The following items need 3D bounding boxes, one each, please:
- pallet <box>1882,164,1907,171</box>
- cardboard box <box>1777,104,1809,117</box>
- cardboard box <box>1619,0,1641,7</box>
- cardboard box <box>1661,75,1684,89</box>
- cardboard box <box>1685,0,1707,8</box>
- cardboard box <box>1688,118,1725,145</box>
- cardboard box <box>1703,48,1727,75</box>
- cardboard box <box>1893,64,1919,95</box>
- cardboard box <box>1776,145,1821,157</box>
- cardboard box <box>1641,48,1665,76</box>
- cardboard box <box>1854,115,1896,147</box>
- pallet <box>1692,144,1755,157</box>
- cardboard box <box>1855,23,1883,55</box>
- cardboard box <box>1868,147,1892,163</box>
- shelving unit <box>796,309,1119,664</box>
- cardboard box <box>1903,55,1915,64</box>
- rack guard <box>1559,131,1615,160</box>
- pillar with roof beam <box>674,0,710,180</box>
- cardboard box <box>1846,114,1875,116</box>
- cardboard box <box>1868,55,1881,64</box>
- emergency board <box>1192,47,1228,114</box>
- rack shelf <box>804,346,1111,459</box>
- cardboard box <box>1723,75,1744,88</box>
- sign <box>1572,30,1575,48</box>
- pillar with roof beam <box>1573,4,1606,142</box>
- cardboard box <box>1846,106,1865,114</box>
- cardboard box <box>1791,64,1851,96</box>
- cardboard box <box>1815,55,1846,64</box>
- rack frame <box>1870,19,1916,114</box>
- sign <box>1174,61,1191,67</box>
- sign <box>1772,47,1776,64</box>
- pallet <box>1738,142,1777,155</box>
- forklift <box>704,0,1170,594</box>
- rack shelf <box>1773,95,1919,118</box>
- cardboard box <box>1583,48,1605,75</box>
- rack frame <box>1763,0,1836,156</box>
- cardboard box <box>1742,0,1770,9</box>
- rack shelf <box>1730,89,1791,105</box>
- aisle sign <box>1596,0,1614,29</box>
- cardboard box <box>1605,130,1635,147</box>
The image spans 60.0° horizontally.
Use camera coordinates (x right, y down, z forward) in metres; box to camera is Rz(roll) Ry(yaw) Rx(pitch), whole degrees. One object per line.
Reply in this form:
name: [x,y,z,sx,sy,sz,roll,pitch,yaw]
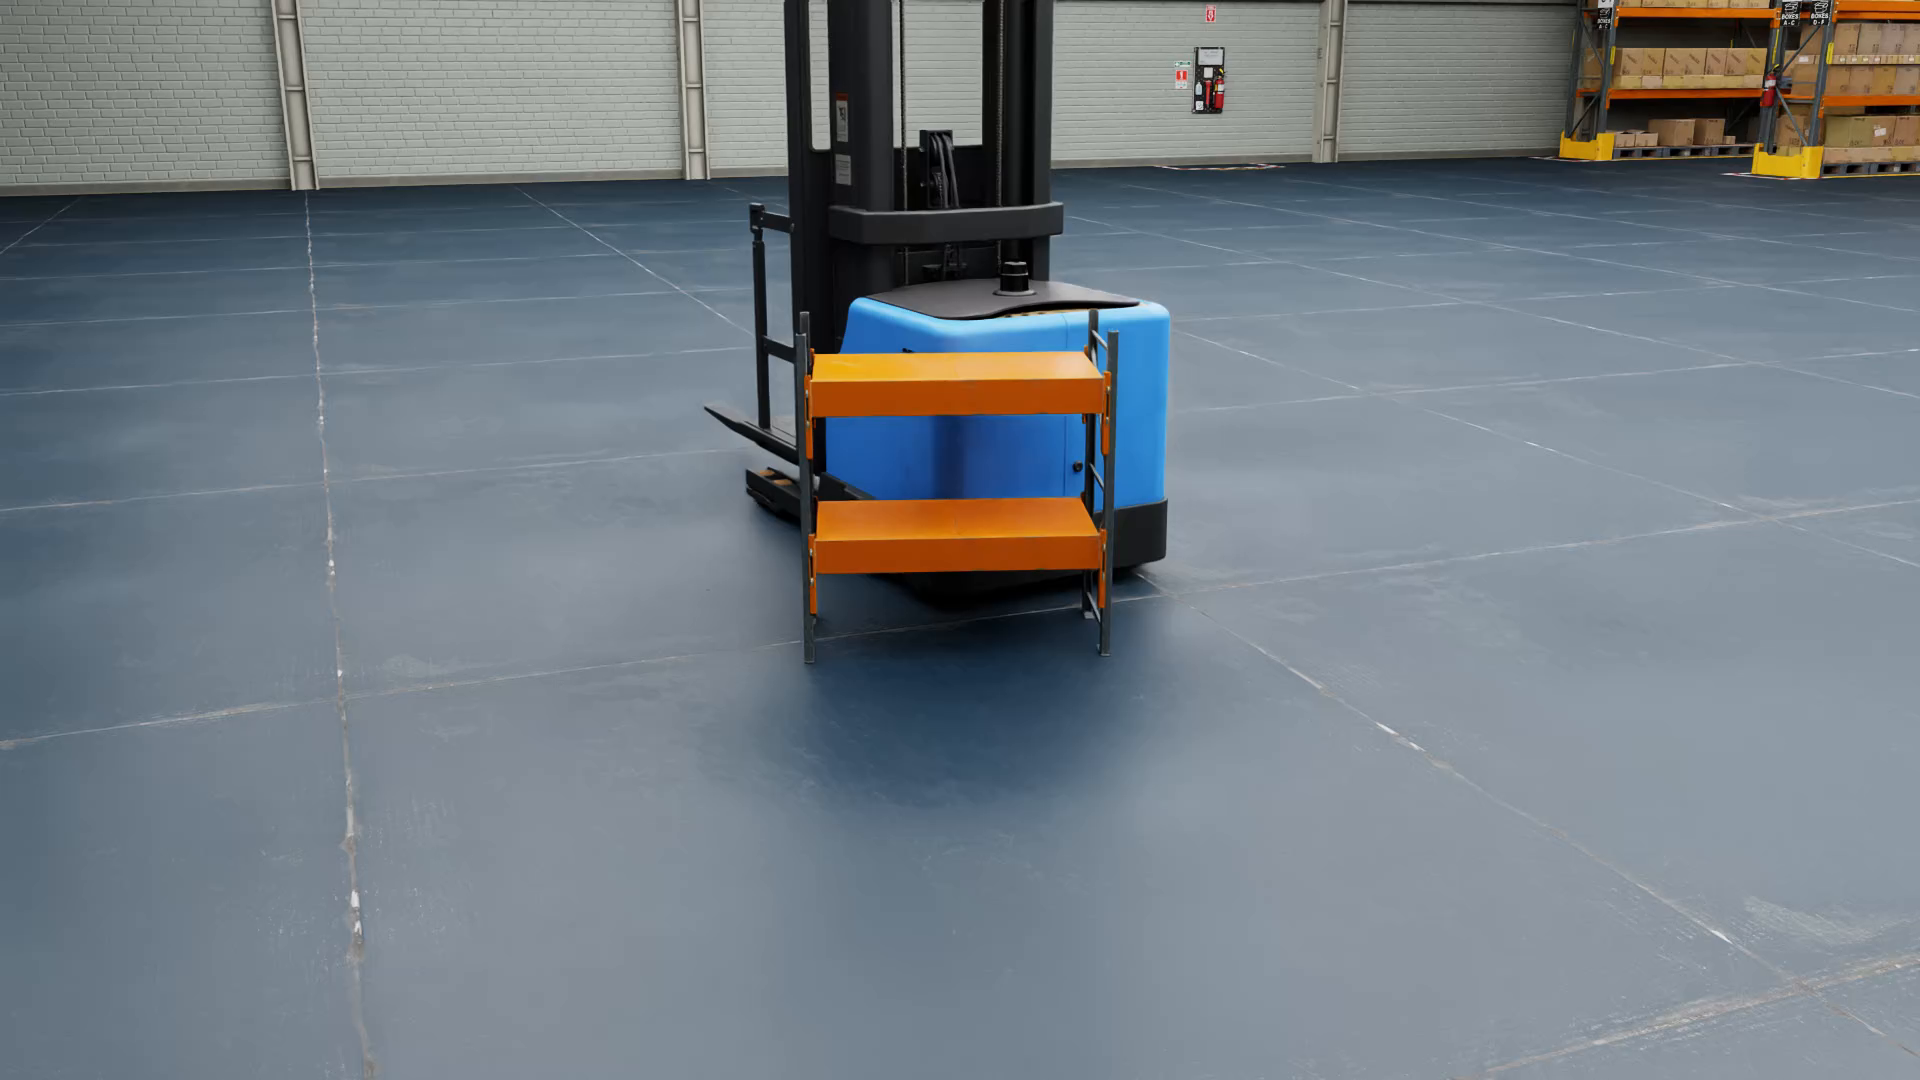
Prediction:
pallet: [16.891,-6.579,29.127,1.213,0.211,1.003,-6,17,-20]
cardboard box: [16.964,-8.784,34.013,0.500,0.250,0.500,-7,18,-21]
cardboard box: [12.539,-10.350,31.484,0.500,0.500,0.500,-6,17,-19]
cardboard box: [13.665,-8.895,32.295,0.500,0.250,0.500,-6,18,-21]
cardboard box: [14.030,-10.508,32.021,0.500,0.500,0.500,-5,17,-17]
cardboard box: [14.918,-8.185,33.304,0.500,0.500,0.500,-8,18,-24]
cardboard box: [14.604,-9.358,32.540,0.500,0.500,0.500,-7,18,-22]
cardboard box: [15.799,-7.831,28.265,0.500,0.500,0.700,-6,17,-18]
cardboard box: [14.309,-6.597,28.373,0.500,0.250,0.500,-6,17,-20]
cardboard box: [13.156,-9.199,32.001,0.500,0.500,0.500,-6,17,-20]
cardboard box: [15.423,-6.925,28.160,0.500,0.500,0.500,-6,17,-20]
pallet: [15.258,-7.874,33.537,1.213,0.211,1.003,-6,17,-20]
cardboard box: [14.893,-8.357,27.751,0.500,0.500,0.700,-7,18,-22]
cardboard box: [15.427,-6.562,28.255,0.500,0.250,0.500,-6,17,-20]
shelving unit: [-0.021,-0.198,5.777,1.048,1.125,0.538,-1,16,-4]
cardboard box: [15.793,-8.080,27.959,0.250,0.149,0.380,-6,17,-20]
rack guard: [12.209,-7.694,32.411,0.348,0.500,1.175,-6,17,-20]
pillar with roof beam: [-2.786,-9.115,22.166,0.400,9.000,9.100,-6,17,-20]
cardboard box: [15.704,-7.112,28.796,0.500,0.500,0.500,-6,17,-20]
cardboard box: [15.073,-8.002,27.694,0.250,0.149,0.380,-6,18,-21]
emergency board: [4.558,-8.340,30.174,0.643,1.169,0.194,-6,17,-20]
rack shelf: [-0.021,-0.479,5.694,1.000,0.278,0.538,-1,16,-4]
cardboard box: [15.071,-9.051,32.827,0.500,0.250,0.500,-6,17,-20]
sign: [11.958,-9.741,32.329,0.005,0.325,0.100,-6,17,-20]
pillar with roof beam: [14.022,-10.930,28.346,0.400,9.000,9.100,-6,17,-20]
cardboard box: [18.400,-8.936,34.531,0.500,0.250,0.500,-6,17,-19]
cardboard box: [14.354,-7.674,27.731,0.500,0.500,0.700,-6,17,-20]
cardboard box: [14.357,-7.925,27.432,0.250,0.149,0.380,-6,18,-20]
rack frame: [19.608,-9.692,34.779,0.127,3.000,1.000,-6,17,-20]
sign: [4.012,-8.581,29.990,0.331,0.109,0.001,-6,17,-20]
sign: [16.074,-9.562,32.801,0.005,0.325,0.100,-6,17,-20]
pallet: [16.599,-8.030,34.068,1.213,0.211,1.003,-6,17,-20]
forklift: [-0.326,-1.570,7.244,1.130,2.935,3.031,-9,18,-27]
rack shelf: [15.781,-7.439,28.384,4.000,0.370,1.077,-6,17,-20]
cardboard box: [12.502,-9.286,32.298,0.500,0.500,0.500,-6,18,-21]
rack frame: [13.914,-7.583,27.596,0.127,3.000,1.000,-6,17,-20]
cardboard box: [15.487,-10.669,32.571,0.500,0.500,0.500,-6,17,-19]
rack shelf: [17.740,-9.145,34.194,4.000,0.370,1.077,-6,17,-20]
aisle sign: [12.178,-10.047,31.373,0.004,0.787,0.394,-6,17,-20]
cardboard box: [12.816,-7.853,32.507,0.500,0.311,0.500,-8,18,-26]
